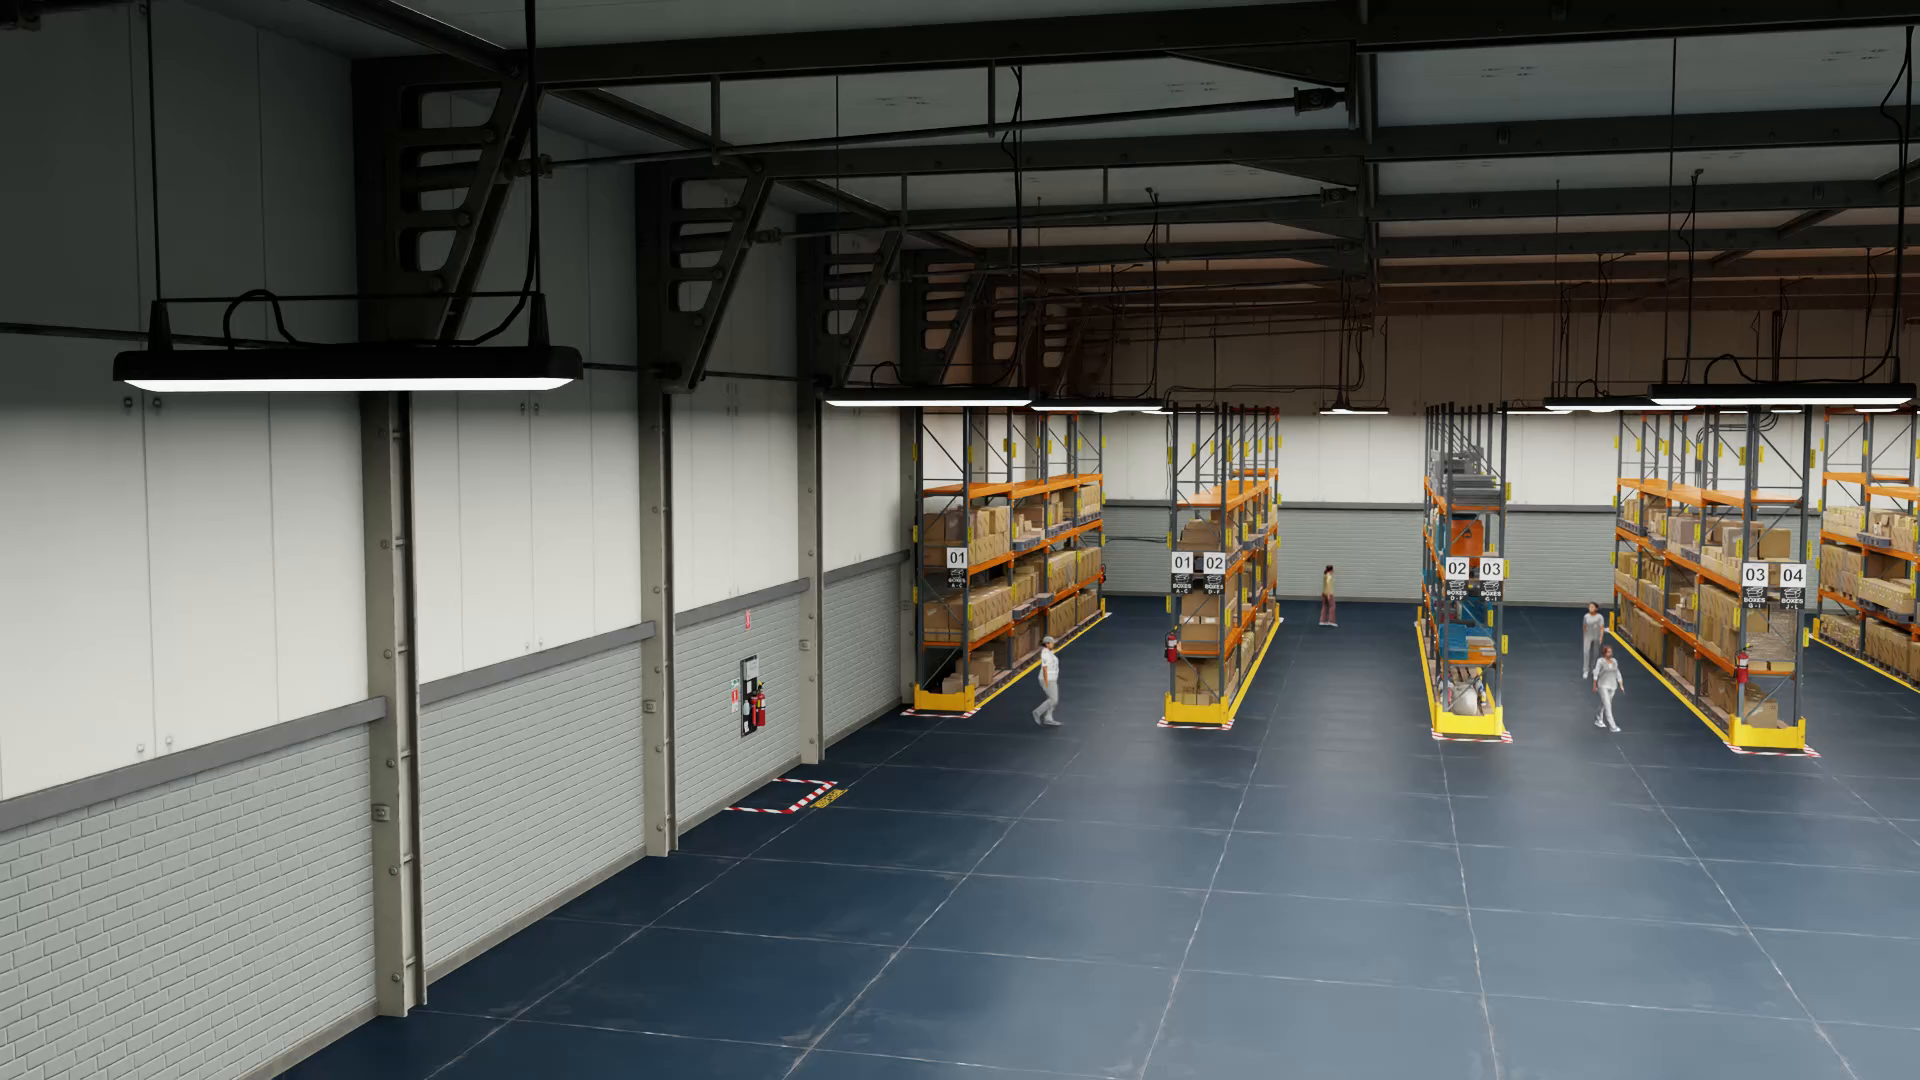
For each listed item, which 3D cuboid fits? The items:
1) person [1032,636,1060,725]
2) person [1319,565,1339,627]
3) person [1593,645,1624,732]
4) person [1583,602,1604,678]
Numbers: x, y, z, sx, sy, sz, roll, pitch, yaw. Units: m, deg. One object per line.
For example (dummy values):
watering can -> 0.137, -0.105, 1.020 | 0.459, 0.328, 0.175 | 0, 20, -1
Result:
person -> 1.597, 2.607, 30.774 | 0.504, 1.652, 0.515 | 1, 4, 8
person -> 10.131, 1.528, 45.627 | 0.526, 1.713, 0.500 | -1, 4, -8
person -> 11.837, 2.691, 30.290 | 0.430, 1.546, 0.951 | -1, 4, -11
person -> 13.964, 2.179, 36.671 | 0.446, 1.627, 0.993 | 2, 5, 24
